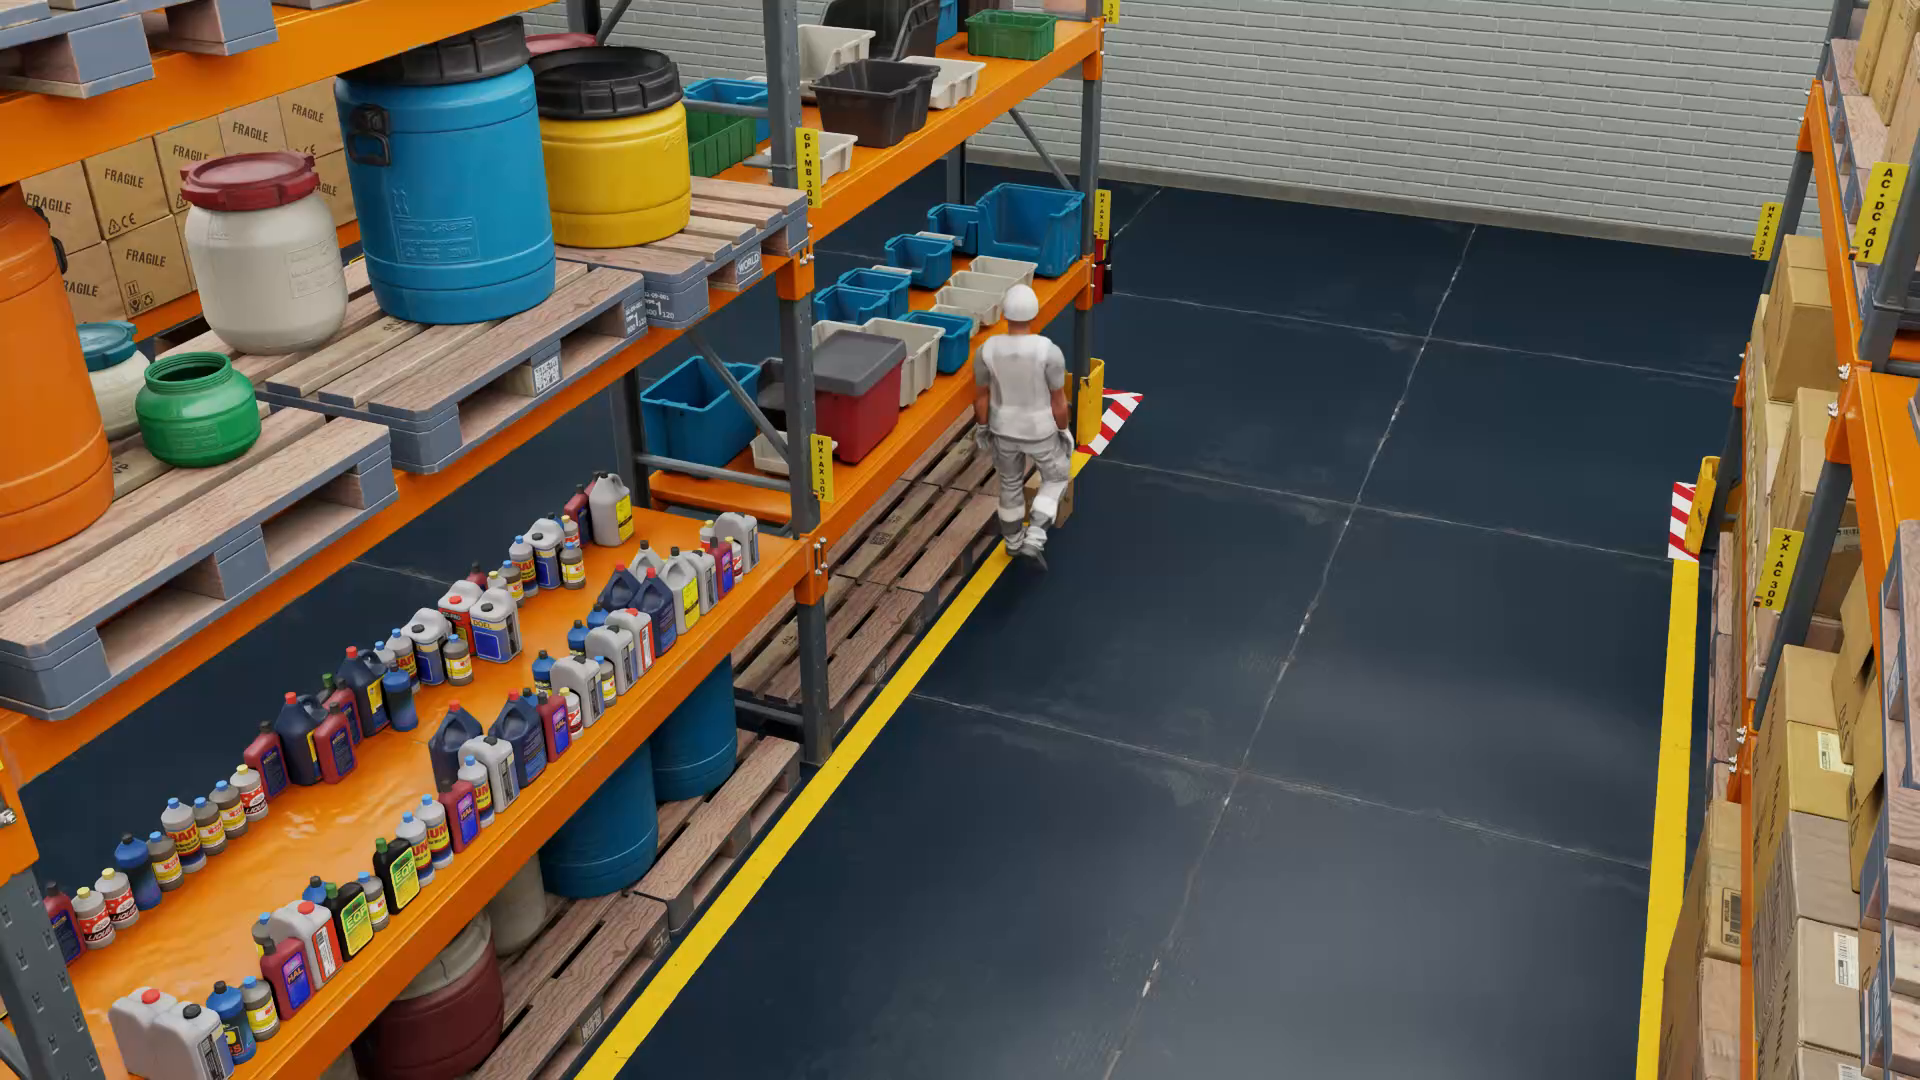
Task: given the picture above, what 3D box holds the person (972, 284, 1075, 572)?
[{"bbox_3d":[0.375,-0.638,9.463,0.578,1.778,0.703,9,30,15],"label":"person"}]
